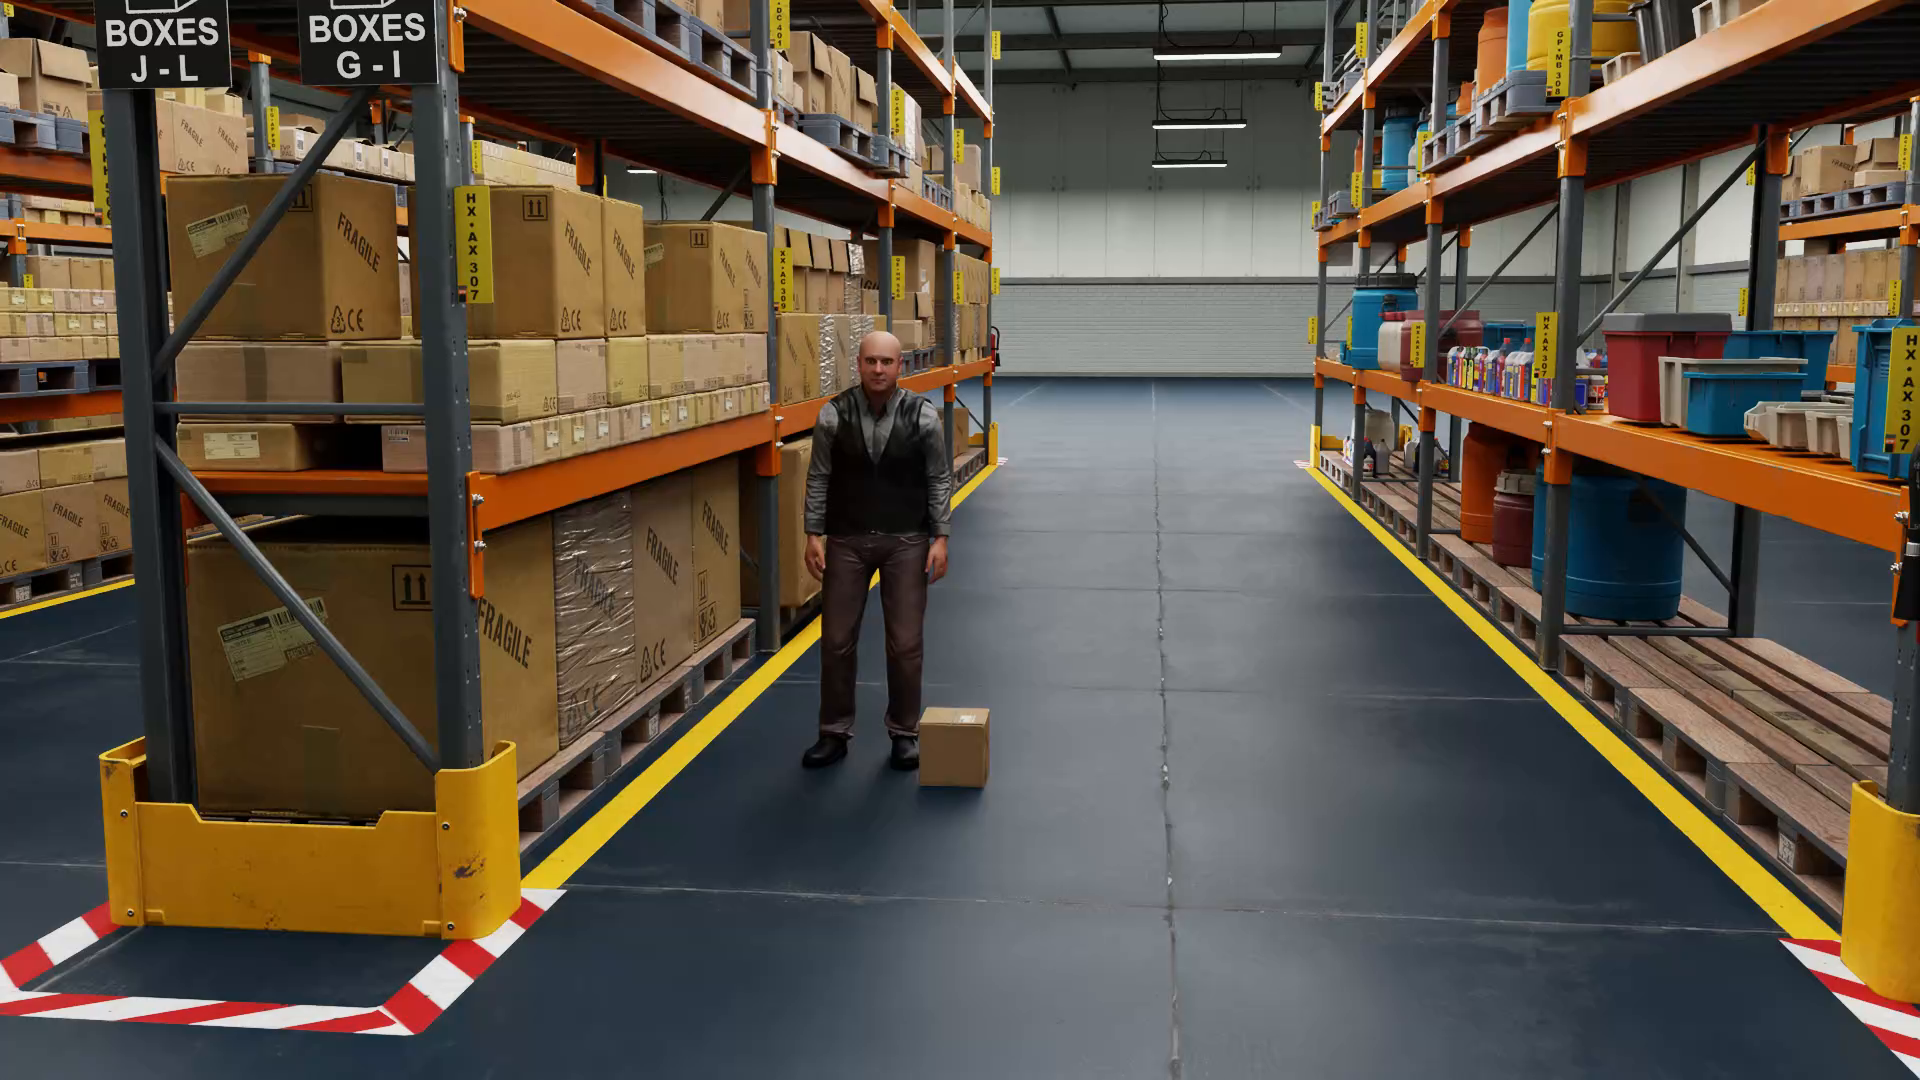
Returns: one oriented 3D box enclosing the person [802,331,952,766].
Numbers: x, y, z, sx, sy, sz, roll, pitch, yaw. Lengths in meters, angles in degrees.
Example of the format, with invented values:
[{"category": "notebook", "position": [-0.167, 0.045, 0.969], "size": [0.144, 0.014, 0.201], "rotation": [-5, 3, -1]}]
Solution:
[{"category": "person", "position": [-0.330, 0.030, 6.652], "size": [0.594, 1.721, 0.415], "rotation": [0, 8, 3]}]
